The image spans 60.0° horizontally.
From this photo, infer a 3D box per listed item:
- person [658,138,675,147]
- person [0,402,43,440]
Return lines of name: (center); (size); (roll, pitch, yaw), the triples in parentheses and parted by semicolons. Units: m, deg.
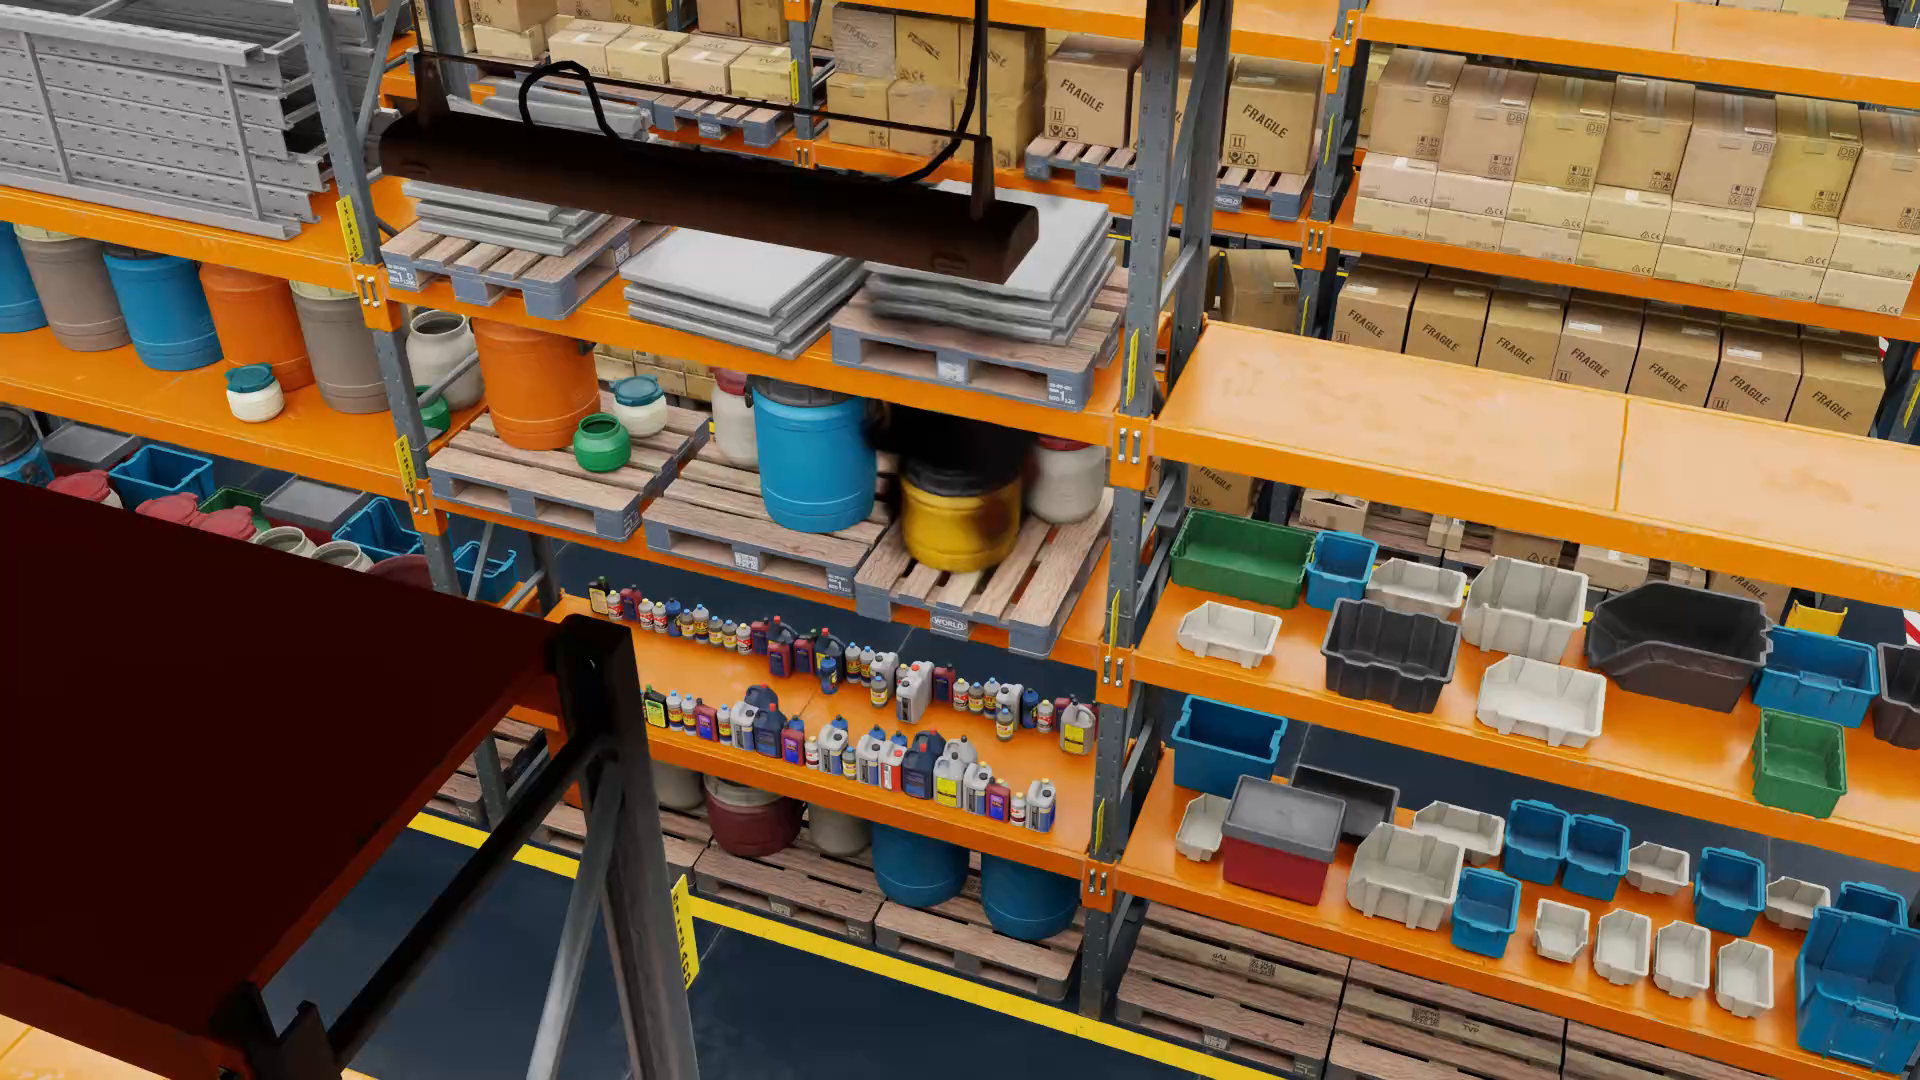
person: (-3.154, -3.477, 16.540); (1.002, 1.773, 0.662); (7, 37, 10)
person: (-7.869, -1.321, 13.700); (0.683, 1.754, 0.676); (1, 37, 1)
